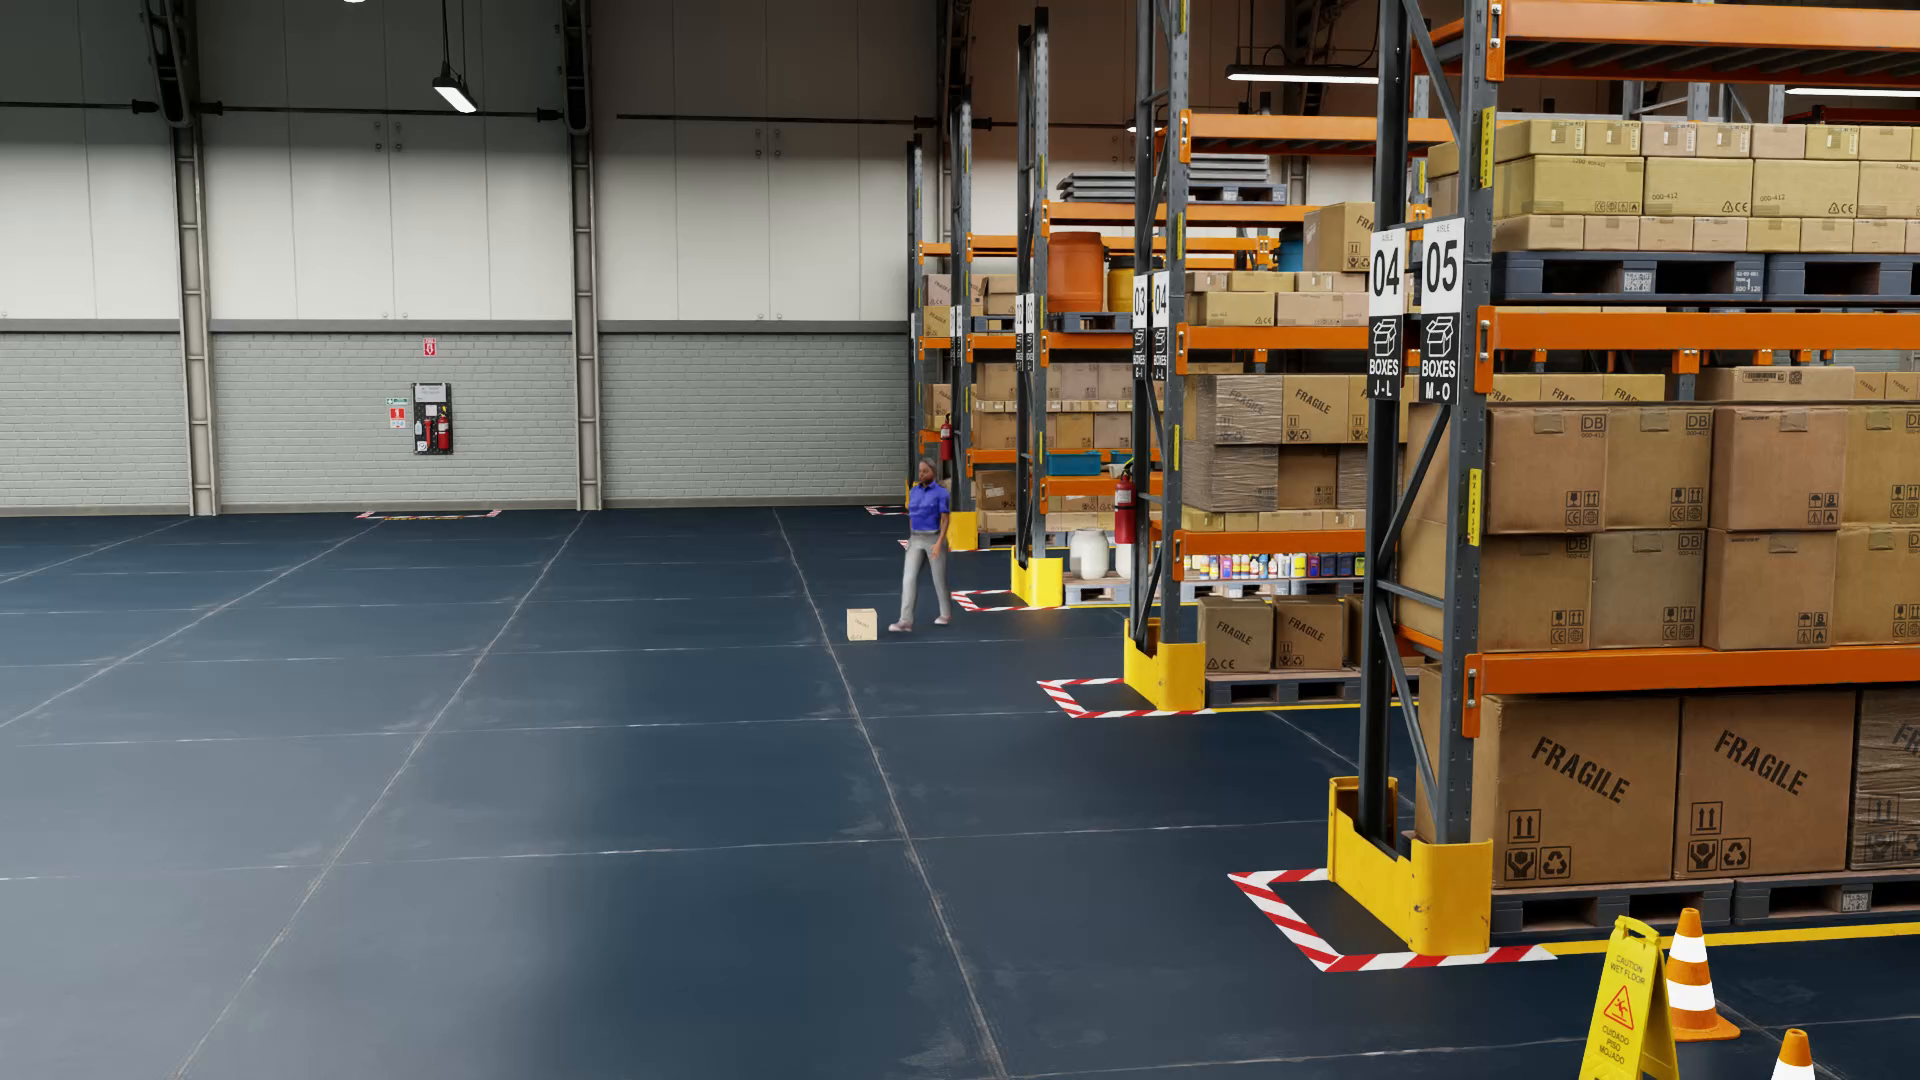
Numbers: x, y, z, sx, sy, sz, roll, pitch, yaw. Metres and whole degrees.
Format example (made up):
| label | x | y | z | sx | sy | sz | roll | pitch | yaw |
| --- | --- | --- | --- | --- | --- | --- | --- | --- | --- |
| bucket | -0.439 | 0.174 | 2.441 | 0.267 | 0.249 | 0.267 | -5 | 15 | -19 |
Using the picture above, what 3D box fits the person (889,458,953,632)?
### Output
| label | x | y | z | sx | sy | sz | roll | pitch | yaw |
| --- | --- | --- | --- | --- | --- | --- | --- | --- | --- |
| person | -0.321 | 0.039 | 15.500 | 0.458 | 1.599 | 0.957 | 2 | 7 | 20 |
